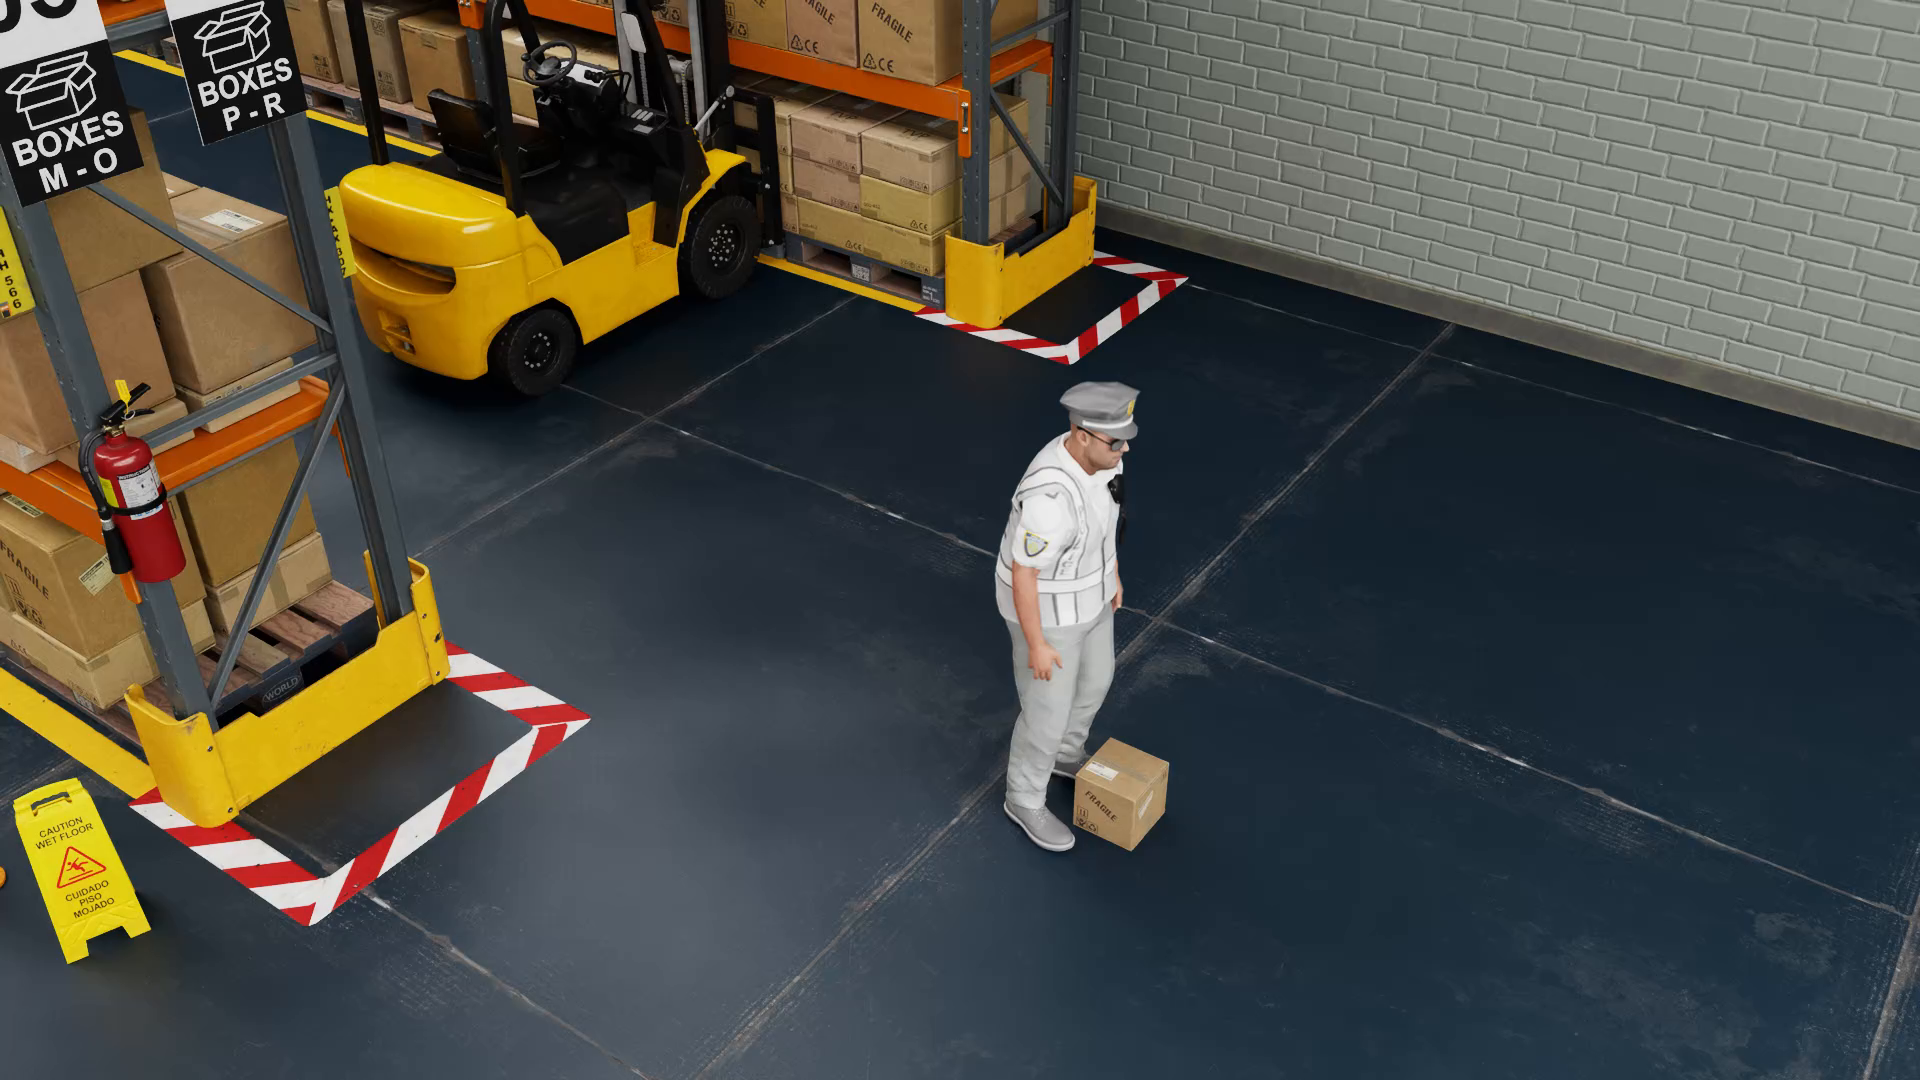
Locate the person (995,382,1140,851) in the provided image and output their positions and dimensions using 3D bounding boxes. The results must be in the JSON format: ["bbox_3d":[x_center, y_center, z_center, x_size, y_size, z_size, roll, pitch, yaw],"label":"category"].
[{"bbox_3d":[0.365,0.226,5.806,0.433,1.748,0.595,20,39,27],"label":"person"}]
